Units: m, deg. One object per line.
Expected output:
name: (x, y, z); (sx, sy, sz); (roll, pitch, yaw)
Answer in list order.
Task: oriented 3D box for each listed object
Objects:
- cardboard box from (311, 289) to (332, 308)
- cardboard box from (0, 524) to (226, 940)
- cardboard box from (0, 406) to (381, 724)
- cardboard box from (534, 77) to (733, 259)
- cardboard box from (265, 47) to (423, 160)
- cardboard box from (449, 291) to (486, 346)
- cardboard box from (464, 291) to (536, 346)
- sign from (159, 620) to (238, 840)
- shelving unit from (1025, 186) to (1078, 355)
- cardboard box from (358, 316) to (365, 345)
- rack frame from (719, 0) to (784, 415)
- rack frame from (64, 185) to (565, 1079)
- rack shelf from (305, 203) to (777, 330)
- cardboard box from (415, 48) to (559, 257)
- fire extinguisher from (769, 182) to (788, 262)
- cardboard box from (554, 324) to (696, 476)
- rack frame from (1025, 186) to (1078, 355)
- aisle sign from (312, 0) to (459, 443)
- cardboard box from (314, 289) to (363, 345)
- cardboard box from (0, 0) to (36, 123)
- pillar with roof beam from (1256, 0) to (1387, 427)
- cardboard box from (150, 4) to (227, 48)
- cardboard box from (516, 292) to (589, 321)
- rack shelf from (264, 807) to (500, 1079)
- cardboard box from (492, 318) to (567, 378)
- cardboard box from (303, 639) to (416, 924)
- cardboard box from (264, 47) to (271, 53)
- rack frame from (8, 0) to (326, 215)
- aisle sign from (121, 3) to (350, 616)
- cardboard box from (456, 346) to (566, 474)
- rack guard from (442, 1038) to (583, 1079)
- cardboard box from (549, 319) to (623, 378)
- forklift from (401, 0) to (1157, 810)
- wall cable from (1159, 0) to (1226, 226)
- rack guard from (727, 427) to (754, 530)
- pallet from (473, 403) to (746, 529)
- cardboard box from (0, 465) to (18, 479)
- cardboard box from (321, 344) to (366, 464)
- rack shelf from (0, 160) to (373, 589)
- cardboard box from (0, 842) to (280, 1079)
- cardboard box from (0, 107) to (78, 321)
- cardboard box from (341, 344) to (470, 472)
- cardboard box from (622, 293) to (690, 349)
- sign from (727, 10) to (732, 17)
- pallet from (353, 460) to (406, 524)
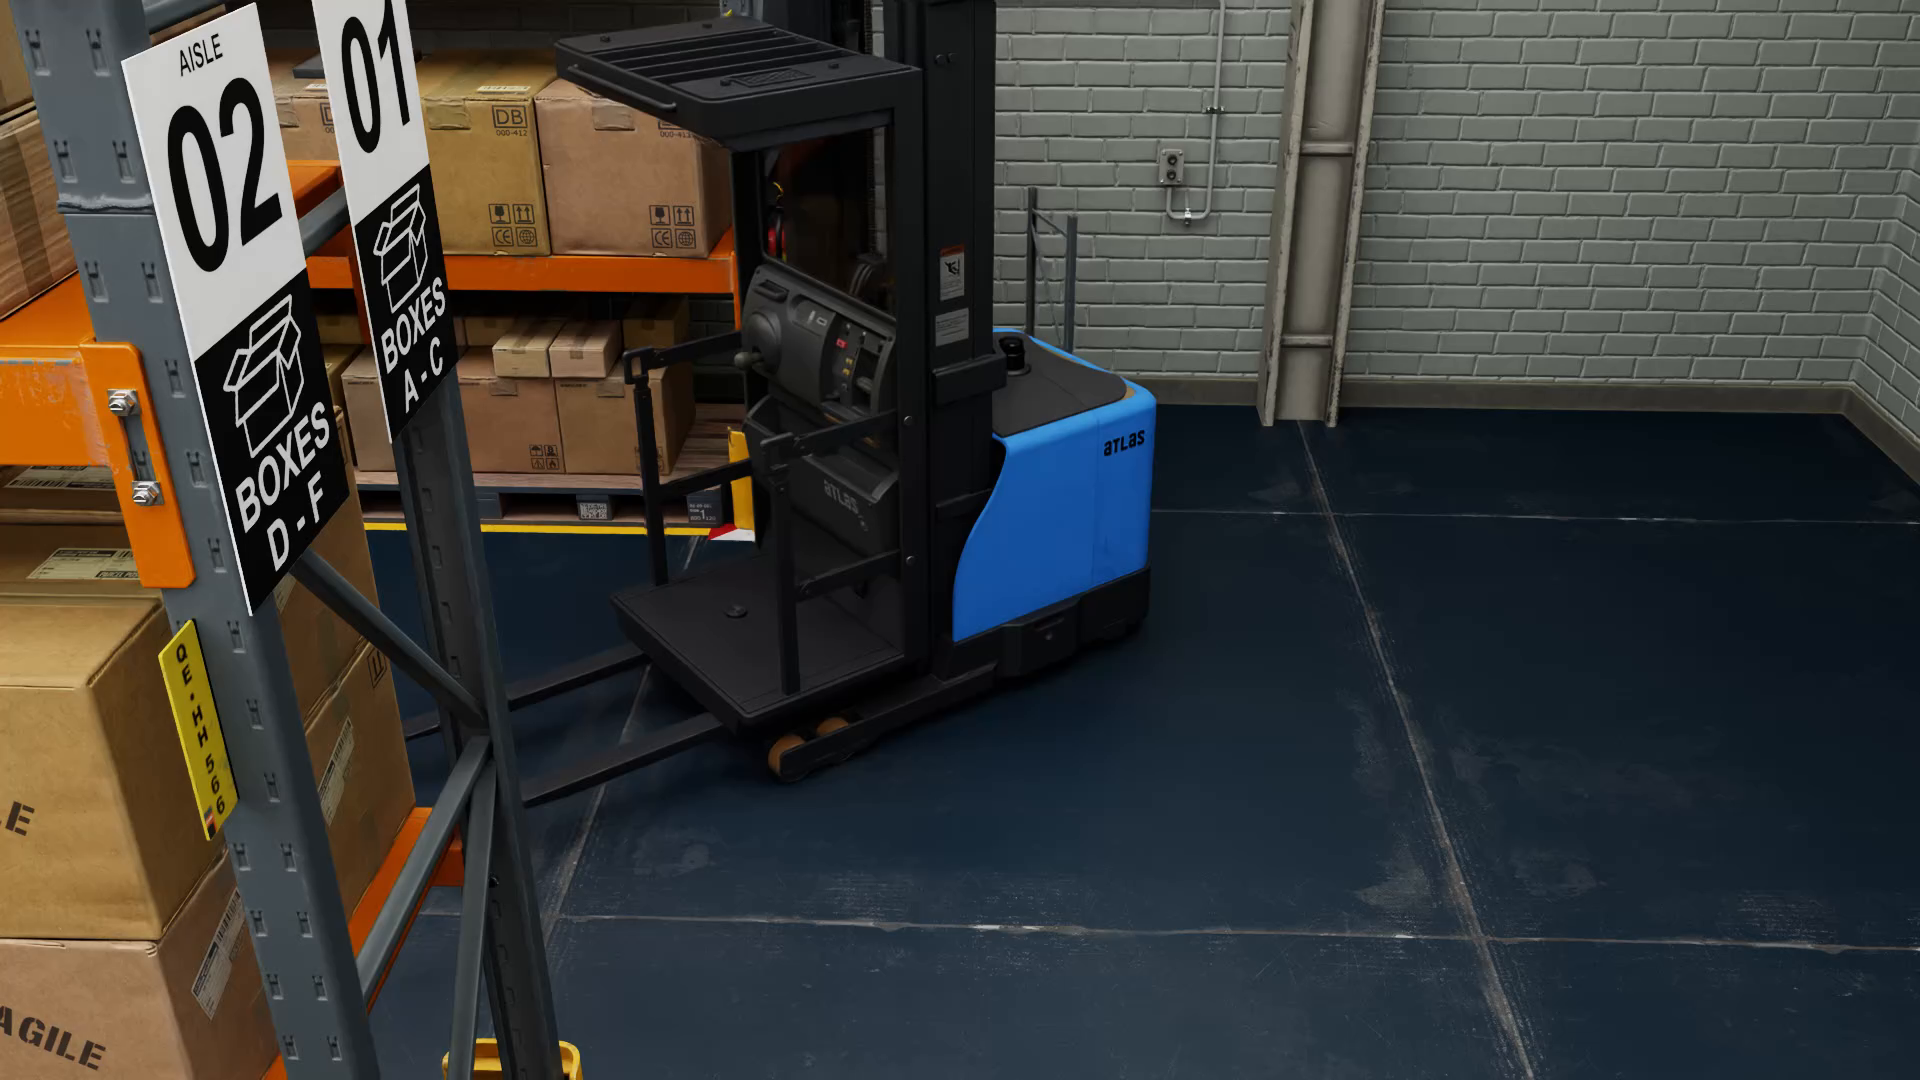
cardboard box: (-3.254, -1.097, 8.146); (0.250, 0.149, 0.380); (1, 28, 2)
cardboard box: (-1.531, 0.309, 2.790); (0.500, 0.500, 0.500); (1, 28, 1)
cardboard box: (-1.510, 0.057, 3.266); (0.500, 0.500, 0.500); (2, 28, 3)
cardboard box: (-1.415, -1.781, 7.587); (0.700, 0.700, 0.980); (2, 28, 4)
cardboard box: (-2.904, -1.805, 7.632); (0.700, 0.700, 0.980); (0, 28, -1)
cardboard box: (-2.487, -1.085, 8.123); (0.250, 0.149, 0.380); (1, 28, 3)
cardboard box: (-2.233, -1.081, 8.115); (0.250, 0.149, 0.380); (1, 28, 2)
sign: (-1.116, 0.282, 2.442); (0.005, 0.325, 0.100); (1, 28, 2)
shelving unit: (-0.060, -0.761, 7.585); (1.083, 1.500, 0.587); (-10, 29, -17)
cardboard box: (-2.743, -1.089, 8.130); (0.250, 0.149, 0.380); (1, 28, 2)
rack frame: (-0.905, -1.645, 7.651); (0.127, 3.000, 1.000); (1, 28, 2)
rack frame: (-1.076, 0.674, 3.277); (0.127, 3.000, 1.000); (1, 28, 2)
rack shelf: (-2.904, -1.360, 7.882); (4.000, 0.370, 1.077); (1, 28, 2)
cardboard box: (-2.143, -1.788, 7.600); (0.700, 0.700, 0.980); (1, 28, 1)
fire extinguisher: (-0.771, -1.228, 7.344); (0.183, 0.674, 0.296); (1, 28, 2)
cardboard box: (-1.608, -0.691, 8.071); (0.500, 0.500, 0.700); (1, 28, 2)
rack frame: (0.410, -0.841, 7.735); (0.032, 1.500, 0.500); (-10, 29, -17)
aisle sign: (-0.998, -0.611, 2.925); (0.004, 0.787, 0.394); (1, 28, 2)
cardboard box: (-2.996, -1.094, 8.138); (0.250, 0.149, 0.380); (0, 28, 1)
cardboard box: (-1.599, -0.695, 2.283); (0.500, 0.250, 0.500); (1, 28, 2)
pillar with roof beam: (1.672, -2.641, 3.124); (0.400, 9.000, 9.100); (1, 28, 2)
cardboard box: (-1.580, -0.937, 2.738); (0.500, 0.250, 0.500); (1, 28, 2)
cardboard box: (-1.982, -1.077, 8.107); (0.250, 0.149, 0.380); (1, 28, 2)
rack shelf: (-3.075, 0.958, 3.507); (4.000, 0.370, 1.077); (1, 28, 2)
cardboard box: (-1.998, -0.898, 7.770); (0.250, 0.149, 0.380); (2, 28, 3)
cardboard box: (-1.510, 0.499, 3.500); (0.500, 0.500, 0.500); (2, 28, 3)
cardboard box: (-3.632, -1.812, 7.646); (0.700, 0.700, 0.980); (0, 28, 0)
rack frame: (-1.076, -1.977, 1.871); (0.127, 3.000, 1.000); (1, 28, 2)
aisle sign: (-1.019, -0.330, 2.395); (0.004, 0.787, 0.394); (1, 28, 2)
cardboard box: (-2.108, -0.699, 8.087); (0.500, 0.500, 0.700); (1, 28, 2)
rack guard: (-1.152, 1.777, 3.864); (0.348, 0.500, 1.175); (1, 28, 2)
cardboard box: (-1.743, -0.894, 7.762); (0.250, 0.149, 0.380); (1, 28, 1)
forklift: (-0.690, -0.693, 5.928); (3.031, 2.935, 1.130); (-19, 34, -32)
wall cable: (0.408, -2.516, 8.208); (1.851, 1.984, 0.084); (1, 28, 2)
rack guard: (-0.881, -0.540, 8.235); (0.348, 0.500, 1.175); (1, 28, 2)
pallet: (-1.707, -0.390, 8.260); (1.213, 0.211, 1.003); (1, 28, 2)
cardboard box: (-2.033, 0.052, 3.275); (0.500, 0.500, 0.500); (1, 28, 2)
cardboard box: (-3.144, -0.713, 8.112); (0.500, 0.500, 0.700); (2, 28, 3)
rack shelf: (-3.075, -0.367, 2.805); (4.000, 0.370, 1.077); (1, 28, 2)
cardboard box: (-1.533, 0.750, 3.027); (0.500, 0.500, 0.500); (2, 28, 3)
cardboard box: (-1.599, -0.470, 2.392); (0.500, 0.250, 0.500); (1, 28, 2)
cardboard box: (-2.611, -0.707, 8.102); (0.500, 0.500, 0.700); (0, 28, 0)
cardboard box: (-1.476, -1.069, 8.092); (0.250, 0.149, 0.380); (1, 28, 2)
sign: (-0.938, -2.008, 6.845); (0.005, 0.325, 0.100); (1, 28, 2)
pallet: (-2.923, -0.411, 8.300); (1.213, 0.211, 1.003); (1, 28, 2)
